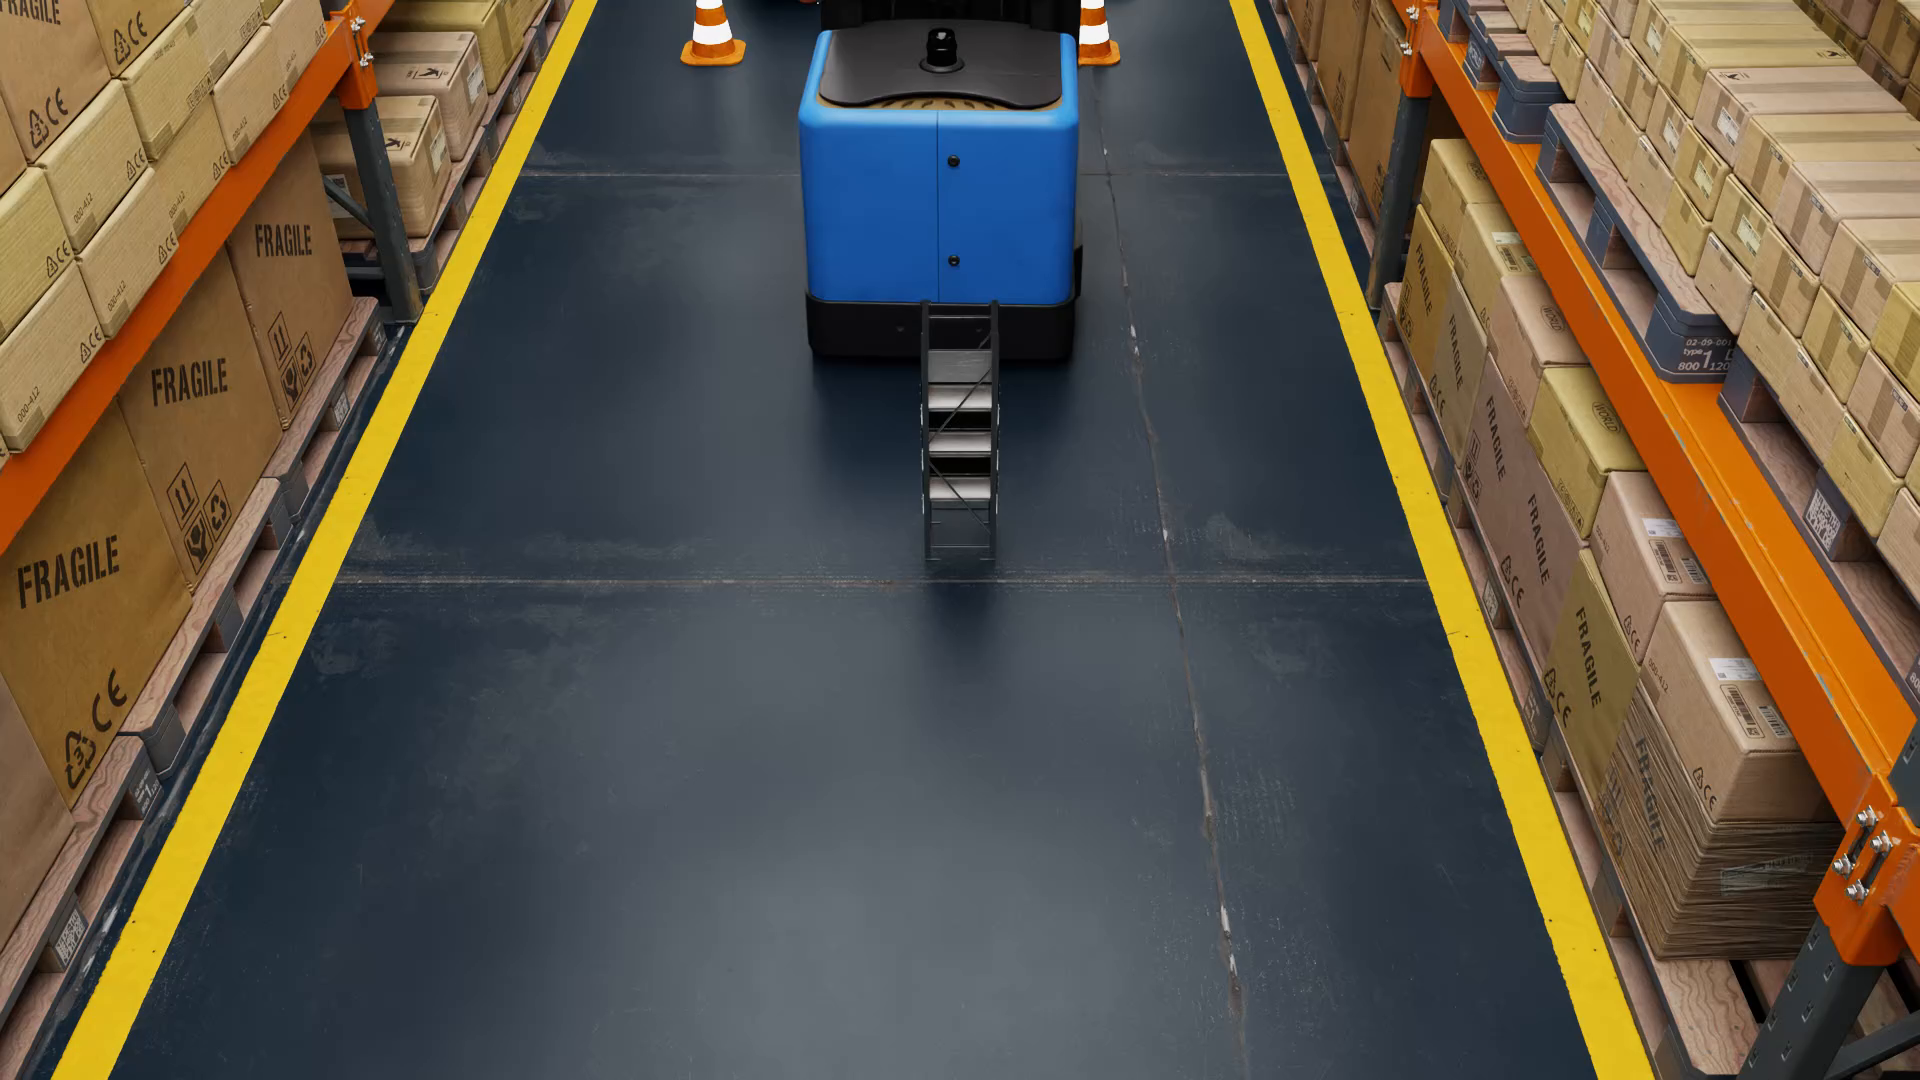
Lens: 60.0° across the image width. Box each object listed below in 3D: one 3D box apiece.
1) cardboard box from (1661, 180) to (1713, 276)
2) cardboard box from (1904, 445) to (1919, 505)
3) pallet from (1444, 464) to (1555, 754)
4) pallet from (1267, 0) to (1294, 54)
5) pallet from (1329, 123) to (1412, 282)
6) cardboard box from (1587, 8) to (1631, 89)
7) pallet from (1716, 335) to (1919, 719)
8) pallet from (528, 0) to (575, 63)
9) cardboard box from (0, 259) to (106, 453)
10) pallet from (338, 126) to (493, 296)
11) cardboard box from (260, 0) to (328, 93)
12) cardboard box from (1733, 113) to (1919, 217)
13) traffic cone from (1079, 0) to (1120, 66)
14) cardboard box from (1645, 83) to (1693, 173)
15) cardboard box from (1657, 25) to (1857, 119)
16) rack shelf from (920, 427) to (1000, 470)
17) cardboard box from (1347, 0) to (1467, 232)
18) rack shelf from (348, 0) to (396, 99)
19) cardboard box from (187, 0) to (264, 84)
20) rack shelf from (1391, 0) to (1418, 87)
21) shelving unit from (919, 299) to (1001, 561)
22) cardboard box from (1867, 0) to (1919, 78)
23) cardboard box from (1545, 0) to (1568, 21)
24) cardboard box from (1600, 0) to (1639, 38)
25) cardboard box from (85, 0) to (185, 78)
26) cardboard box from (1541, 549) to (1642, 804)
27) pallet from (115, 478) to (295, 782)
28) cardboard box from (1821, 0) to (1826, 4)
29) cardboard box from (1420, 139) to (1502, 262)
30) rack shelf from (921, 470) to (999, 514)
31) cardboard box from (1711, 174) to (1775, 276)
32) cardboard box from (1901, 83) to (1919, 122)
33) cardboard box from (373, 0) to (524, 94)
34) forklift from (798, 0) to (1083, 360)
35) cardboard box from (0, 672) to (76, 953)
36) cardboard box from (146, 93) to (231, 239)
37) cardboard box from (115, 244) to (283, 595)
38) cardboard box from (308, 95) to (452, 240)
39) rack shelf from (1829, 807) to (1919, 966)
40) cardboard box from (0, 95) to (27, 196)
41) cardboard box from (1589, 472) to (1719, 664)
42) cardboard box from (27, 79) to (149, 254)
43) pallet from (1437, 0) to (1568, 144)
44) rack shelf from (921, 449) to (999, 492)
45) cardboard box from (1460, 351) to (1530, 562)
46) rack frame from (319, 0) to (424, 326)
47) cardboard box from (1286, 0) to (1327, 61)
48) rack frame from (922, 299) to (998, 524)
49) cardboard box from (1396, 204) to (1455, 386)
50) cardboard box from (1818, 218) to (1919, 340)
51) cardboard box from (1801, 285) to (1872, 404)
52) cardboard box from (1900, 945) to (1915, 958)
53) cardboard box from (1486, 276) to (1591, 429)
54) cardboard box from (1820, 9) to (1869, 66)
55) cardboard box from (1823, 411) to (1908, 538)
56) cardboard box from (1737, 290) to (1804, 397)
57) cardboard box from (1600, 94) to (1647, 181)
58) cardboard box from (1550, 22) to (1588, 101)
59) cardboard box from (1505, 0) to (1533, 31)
[{"bbox_3d":[2.013,-0.787,4.199,0.380,0.149,0.250,2,39,2],"label":"cardboard box"},{"bbox_3d":[2.018,-0.089,3.090,0.380,0.149,0.250,1,39,1],"label":"cardboard box"},{"bbox_3d":[2.209,0.178,5.359,1.003,0.211,1.213,0,39,0],"label":"pallet"},{"bbox_3d":[2.283,-3.091,9.438,1.003,0.211,1.213,0,39,0],"label":"pallet"},{"bbox_3d":[2.286,-1.565,7.534,1.003,0.211,1.213,0,39,0],"label":"pallet"},{"bbox_3d":[2.017,-1.389,4.712,0.380,0.149,0.250,0,39,0],"label":"cardboard box"},{"bbox_3d":[2.361,-0.062,3.582,1.003,0.211,1.213,0,39,0],"label":"pallet"},{"bbox_3d":[-2.741,-3.019,9.349,1.003,0.211,1.213,0,39,0],"label":"pallet"},{"bbox_3d":[-2.457,-0.453,4.036,0.500,0.250,0.500,0,39,0],"label":"cardboard box"},{"bbox_3d":[-2.738,-1.494,7.445,1.003,0.211,1.213,0,39,0],"label":"pallet"},{"bbox_3d":[-2.478,-1.718,5.616,0.500,0.250,0.500,-1,39,-2],"label":"cardboard box"},{"bbox_3d":[2.024,-0.855,3.807,0.380,0.149,0.250,-1,39,-2],"label":"cardboard box"},{"bbox_3d":[0.698,-2.832,8.913,0.336,0.463,0.334,0,39,0],"label":"traffic cone"},{"bbox_3d":[2.018,-1.065,4.308,0.380,0.149,0.250,1,39,2],"label":"cardboard box"},{"bbox_3d":[2.018,-1.191,4.227,0.380,0.149,0.250,-1,39,-1],"label":"cardboard box"},{"bbox_3d":[0.000,-0.320,5.483,0.258,0.077,0.200,0,39,0],"label":"rack shelf"},{"bbox_3d":[2.301,-1.827,7.094,1.050,0.750,0.750,-1,39,-1],"label":"cardboard box"},{"bbox_3d":[-2.741,-3.063,7.749,1.077,0.370,4.000,0,39,0],"label":"rack shelf"},{"bbox_3d":[-2.480,-1.606,5.076,0.500,0.250,0.500,-1,39,-1],"label":"cardboard box"},{"bbox_3d":[2.209,-3.130,7.832,1.077,0.370,4.000,0,39,0],"label":"rack shelf"},{"bbox_3d":[0.000,-0.346,5.462,0.258,0.900,0.210,0,39,0],"label":"shelving unit"},{"bbox_3d":[2.670,-1.343,4.417,0.380,0.149,0.250,2,39,2],"label":"cardboard box"},{"bbox_3d":[2.017,-1.703,5.103,0.380,0.149,0.250,-1,39,-1],"label":"cardboard box"},{"bbox_3d":[2.019,-1.512,4.628,0.380,0.149,0.250,2,39,2],"label":"cardboard box"},{"bbox_3d":[-2.474,-1.568,4.428,0.500,0.500,0.500,0,39,0],"label":"cardboard box"},{"bbox_3d":[1.963,0.370,4.553,0.500,0.500,0.500,-1,39,-1],"label":"cardboard box"},{"bbox_3d":[-2.814,0.249,5.270,1.003,0.211,1.213,0,39,0],"label":"pallet"},{"bbox_3d":[2.673,-1.664,4.817,0.380,0.149,0.250,1,39,1],"label":"cardboard box"},{"bbox_3d":[1.970,-1.209,5.924,0.500,0.250,0.500,-2,39,-2],"label":"cardboard box"},{"bbox_3d":[0.000,-0.180,5.596,0.258,0.077,0.200,0,39,0],"label":"rack shelf"},{"bbox_3d":[2.016,-0.743,3.905,0.380,0.149,0.250,-2,39,-2],"label":"cardboard box"},{"bbox_3d":[2.672,-1.065,4.308,0.380,0.149,0.250,-1,39,-1],"label":"cardboard box"},{"bbox_3d":[-2.733,-2.521,8.262,0.950,0.372,0.625,1,39,1],"label":"cardboard box"},{"bbox_3d":[-0.030,-2.749,6.837,1.130,2.935,3.031,1,39,2],"label":"forklift"},{"bbox_3d":[-2.815,0.686,3.859,0.875,0.875,0.875,1,39,1],"label":"cardboard box"},{"bbox_3d":[-2.477,-1.084,4.824,0.500,0.250,0.500,0,39,-1],"label":"cardboard box"},{"bbox_3d":[-2.824,-0.438,5.261,0.875,0.875,0.875,0,39,1],"label":"cardboard box"},{"bbox_3d":[-2.729,-1.585,7.095,0.950,0.372,0.625,-2,39,-3],"label":"cardboard box"},{"bbox_3d":[2.218,1.873,1.589,1.077,0.370,4.000,0,39,0],"label":"rack shelf"},{"bbox_3d":[-2.473,-0.928,3.630,0.500,0.500,0.500,-1,39,-1],"label":"cardboard box"},{"bbox_3d":[1.975,0.073,4.323,0.500,0.250,0.500,2,39,2],"label":"cardboard box"},{"bbox_3d":[-2.458,-0.961,4.271,0.500,0.250,0.500,-1,39,-1],"label":"cardboard box"},{"bbox_3d":[2.319,-1.639,5.550,1.213,0.211,1.003,0,39,0],"label":"pallet"},{"bbox_3d":[0.000,-0.250,5.539,0.258,0.077,0.200,0,39,0],"label":"rack shelf"},{"bbox_3d":[1.967,-0.270,5.352,0.500,0.500,0.500,-1,39,-1],"label":"cardboard box"},{"bbox_3d":[-2.738,-2.093,5.963,1.000,3.000,0.127,0,39,0],"label":"rack frame"},{"bbox_3d":[2.295,-2.956,8.503,1.050,0.750,0.750,0,39,0],"label":"cardboard box"},{"bbox_3d":[0.000,-0.410,5.542,0.240,0.900,0.006,0,39,0],"label":"rack frame"},{"bbox_3d":[1.957,-0.906,6.145,0.500,0.500,0.500,-2,39,-2],"label":"cardboard box"},{"bbox_3d":[2.021,-0.537,3.411,0.380,0.149,0.250,-1,39,-1],"label":"cardboard box"},{"bbox_3d":[2.019,-0.409,3.489,0.380,0.149,0.250,2,39,2],"label":"cardboard box"},{"bbox_3d":[2.480,0.691,4.152,0.500,0.500,0.500,1,39,2],"label":"cardboard box"},{"bbox_3d":[1.959,-0.583,5.142,0.500,0.250,0.500,0,39,0],"label":"cardboard box"},{"bbox_3d":[2.670,-1.390,4.712,0.380,0.149,0.250,0,39,0],"label":"cardboard box"},{"bbox_3d":[2.017,-0.135,3.385,0.380,0.149,0.250,0,39,0],"label":"cardboard box"},{"bbox_3d":[2.018,-0.448,3.775,0.380,0.149,0.250,-2,39,-2],"label":"cardboard box"},{"bbox_3d":[2.014,-1.117,4.610,0.380,0.149,0.250,0,39,1],"label":"cardboard box"},{"bbox_3d":[2.013,-1.440,5.014,0.380,0.149,0.250,2,39,2],"label":"cardboard box"},{"bbox_3d":[2.010,-1.778,5.435,0.380,0.149,0.250,2,39,2],"label":"cardboard box"}]
